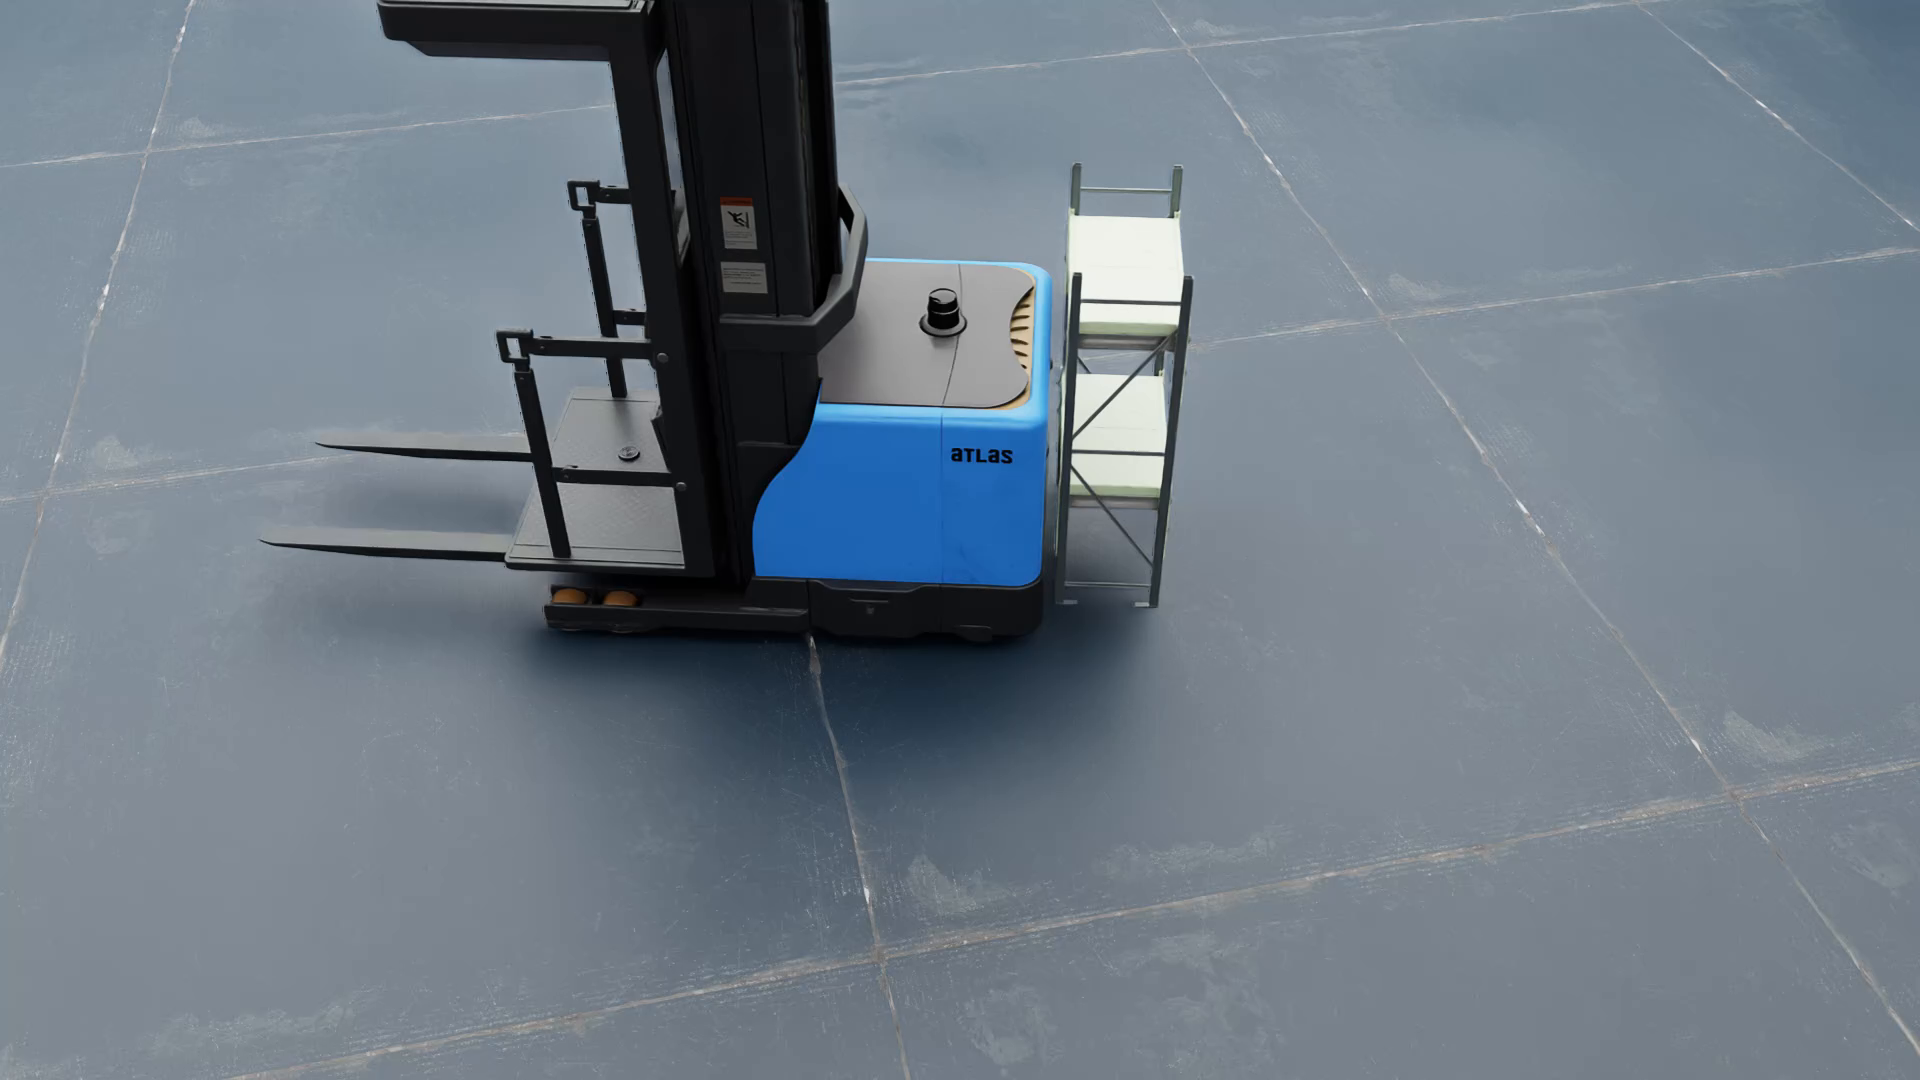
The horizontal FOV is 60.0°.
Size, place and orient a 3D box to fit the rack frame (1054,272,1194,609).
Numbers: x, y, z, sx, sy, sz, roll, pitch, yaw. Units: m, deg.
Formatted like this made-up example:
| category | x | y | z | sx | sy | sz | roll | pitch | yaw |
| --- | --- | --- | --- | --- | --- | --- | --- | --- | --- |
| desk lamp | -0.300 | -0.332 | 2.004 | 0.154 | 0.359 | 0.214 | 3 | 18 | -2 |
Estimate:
| category | x | y | z | sx | sy | sz | roll | pitch | yaw |
| --- | --- | --- | --- | --- | --- | --- | --- | --- | --- |
| rack frame | 0.568 | -0.310 | 5.969 | 0.400 | 1.500 | 0.023 | 2 | 42 | 2 |

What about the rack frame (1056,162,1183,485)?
| category | x | y | z | sx | sy | sz | roll | pitch | yaw |
| --- | --- | --- | --- | --- | --- | --- | --- | --- | --- |
| rack frame | 0.607 | -0.795 | 6.515 | 0.400 | 1.500 | 0.023 | 2 | 42 | 2 |

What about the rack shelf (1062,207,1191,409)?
| category | x | y | z | sx | sy | sz | roll | pitch | yaw |
| --- | --- | --- | --- | --- | --- | --- | --- | --- | --- |
| rack shelf | 0.588 | -0.844 | 5.983 | 0.431 | 0.370 | 0.720 | 2 | 42 | 2 |

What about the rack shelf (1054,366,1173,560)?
| category | x | y | z | sx | sy | sz | roll | pitch | yaw |
| --- | --- | --- | --- | --- | --- | --- | --- | --- | --- |
| rack shelf | 0.587 | -0.308 | 6.458 | 0.431 | 0.370 | 0.720 | 2 | 42 | 2 |

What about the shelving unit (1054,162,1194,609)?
| category | x | y | z | sx | sy | sz | roll | pitch | yaw |
| --- | --- | --- | --- | --- | --- | --- | --- | --- | --- |
| shelving unit | 0.588 | -0.552 | 6.242 | 0.431 | 1.500 | 0.755 | 2 | 42 | 2 |

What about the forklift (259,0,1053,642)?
| category | x | y | z | sx | sy | sz | roll | pitch | yaw |
| --- | --- | --- | --- | --- | --- | --- | --- | --- | --- |
| forklift | -1.174 | -1.088 | 5.768 | 3.031 | 2.935 | 1.130 | 2 | 42 | 3 |
